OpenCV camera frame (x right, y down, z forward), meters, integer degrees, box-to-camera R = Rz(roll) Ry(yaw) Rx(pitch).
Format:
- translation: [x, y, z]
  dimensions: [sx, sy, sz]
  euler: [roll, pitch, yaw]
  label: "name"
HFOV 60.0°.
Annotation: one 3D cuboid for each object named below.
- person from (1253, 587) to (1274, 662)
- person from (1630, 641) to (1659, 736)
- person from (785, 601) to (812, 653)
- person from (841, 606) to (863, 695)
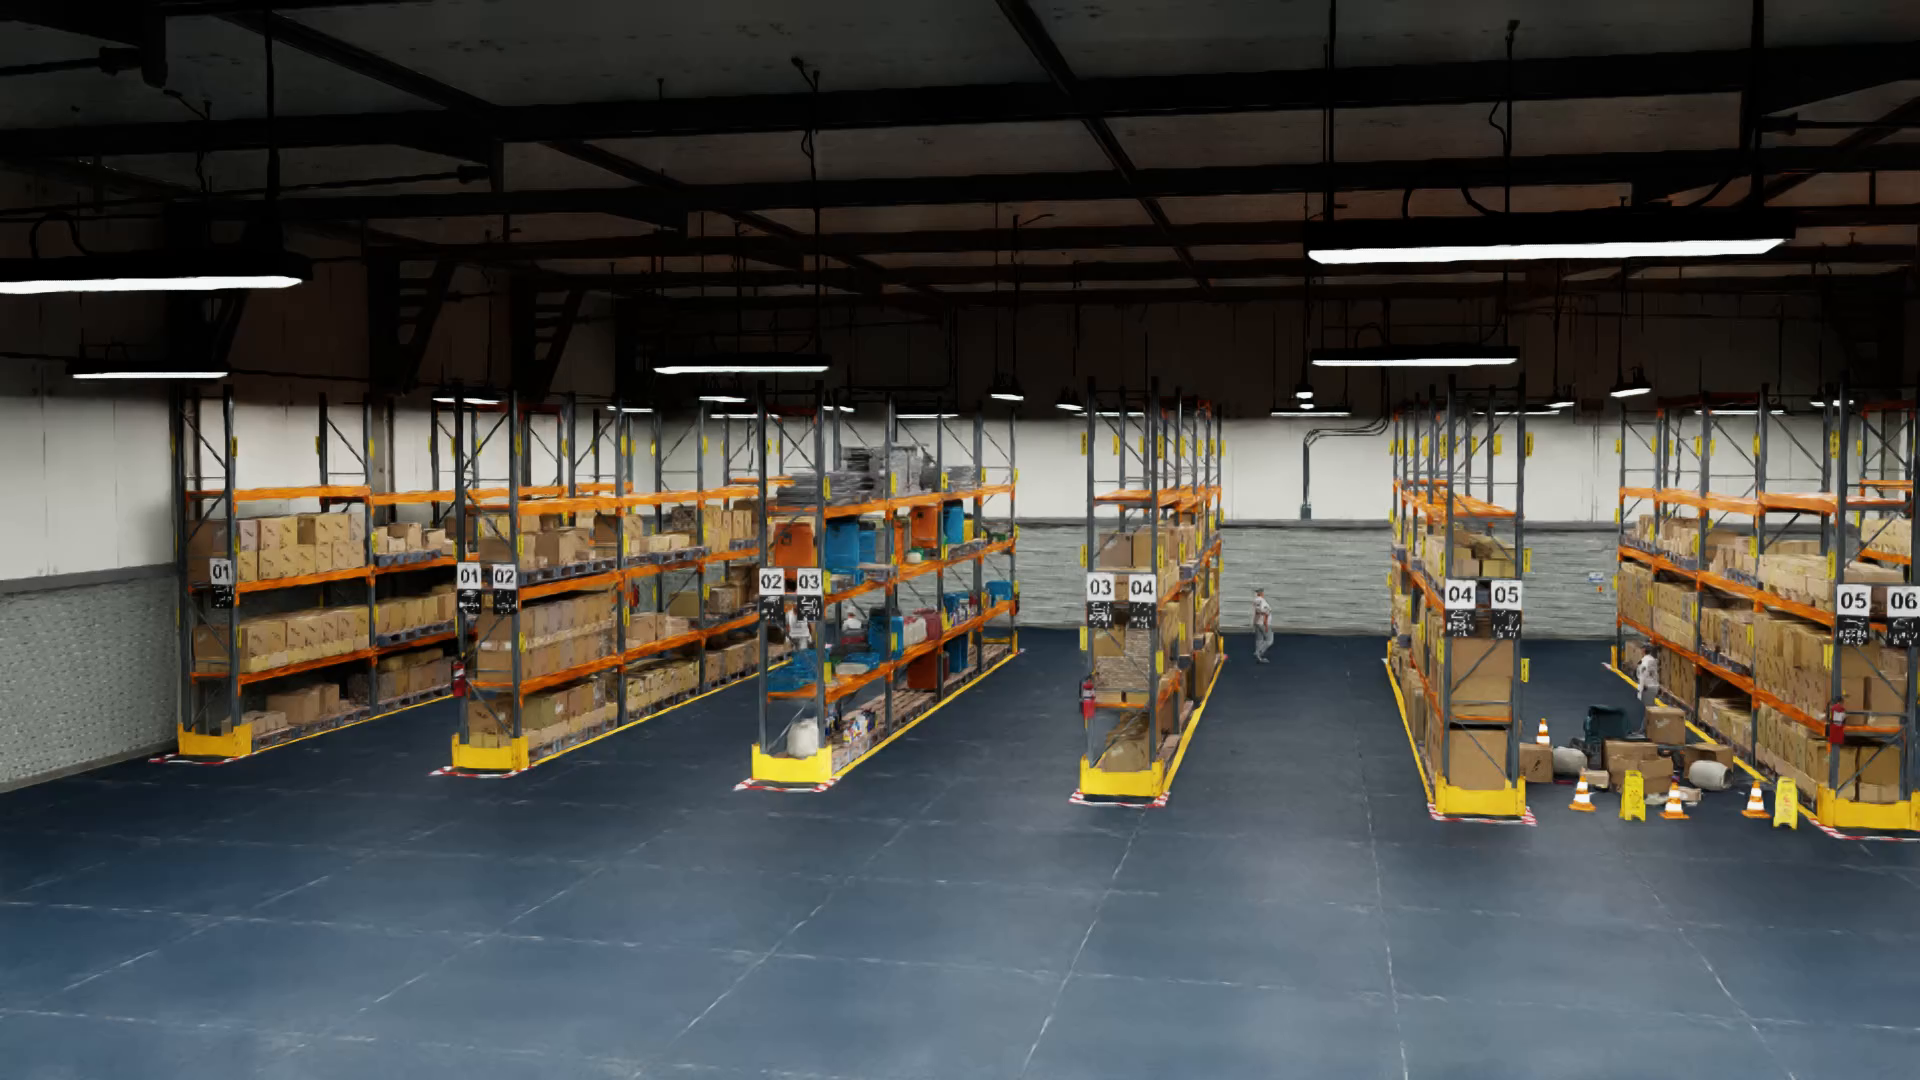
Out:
- translation: [6.995, 1.965, 38.582]
  dimensions: [0.470, 1.754, 0.588]
  euler: [-1, 3, -17]
  label: "person"
- translation: [11.726, 2.564, 28.425]
  dimensions: [0.548, 1.663, 0.586]
  euler: [2, 4, 38]
  label: "person"
- translation: [-3.554, 2.095, 36.380]
  dimensions: [0.571, 1.700, 1.112]
  euler: [1, 3, 11]
  label: "person"
- translation: [-2.216, 2.214, 33.640]
  dimensions: [0.574, 1.785, 0.664]
  euler: [2, 4, 34]
  label: "person"
